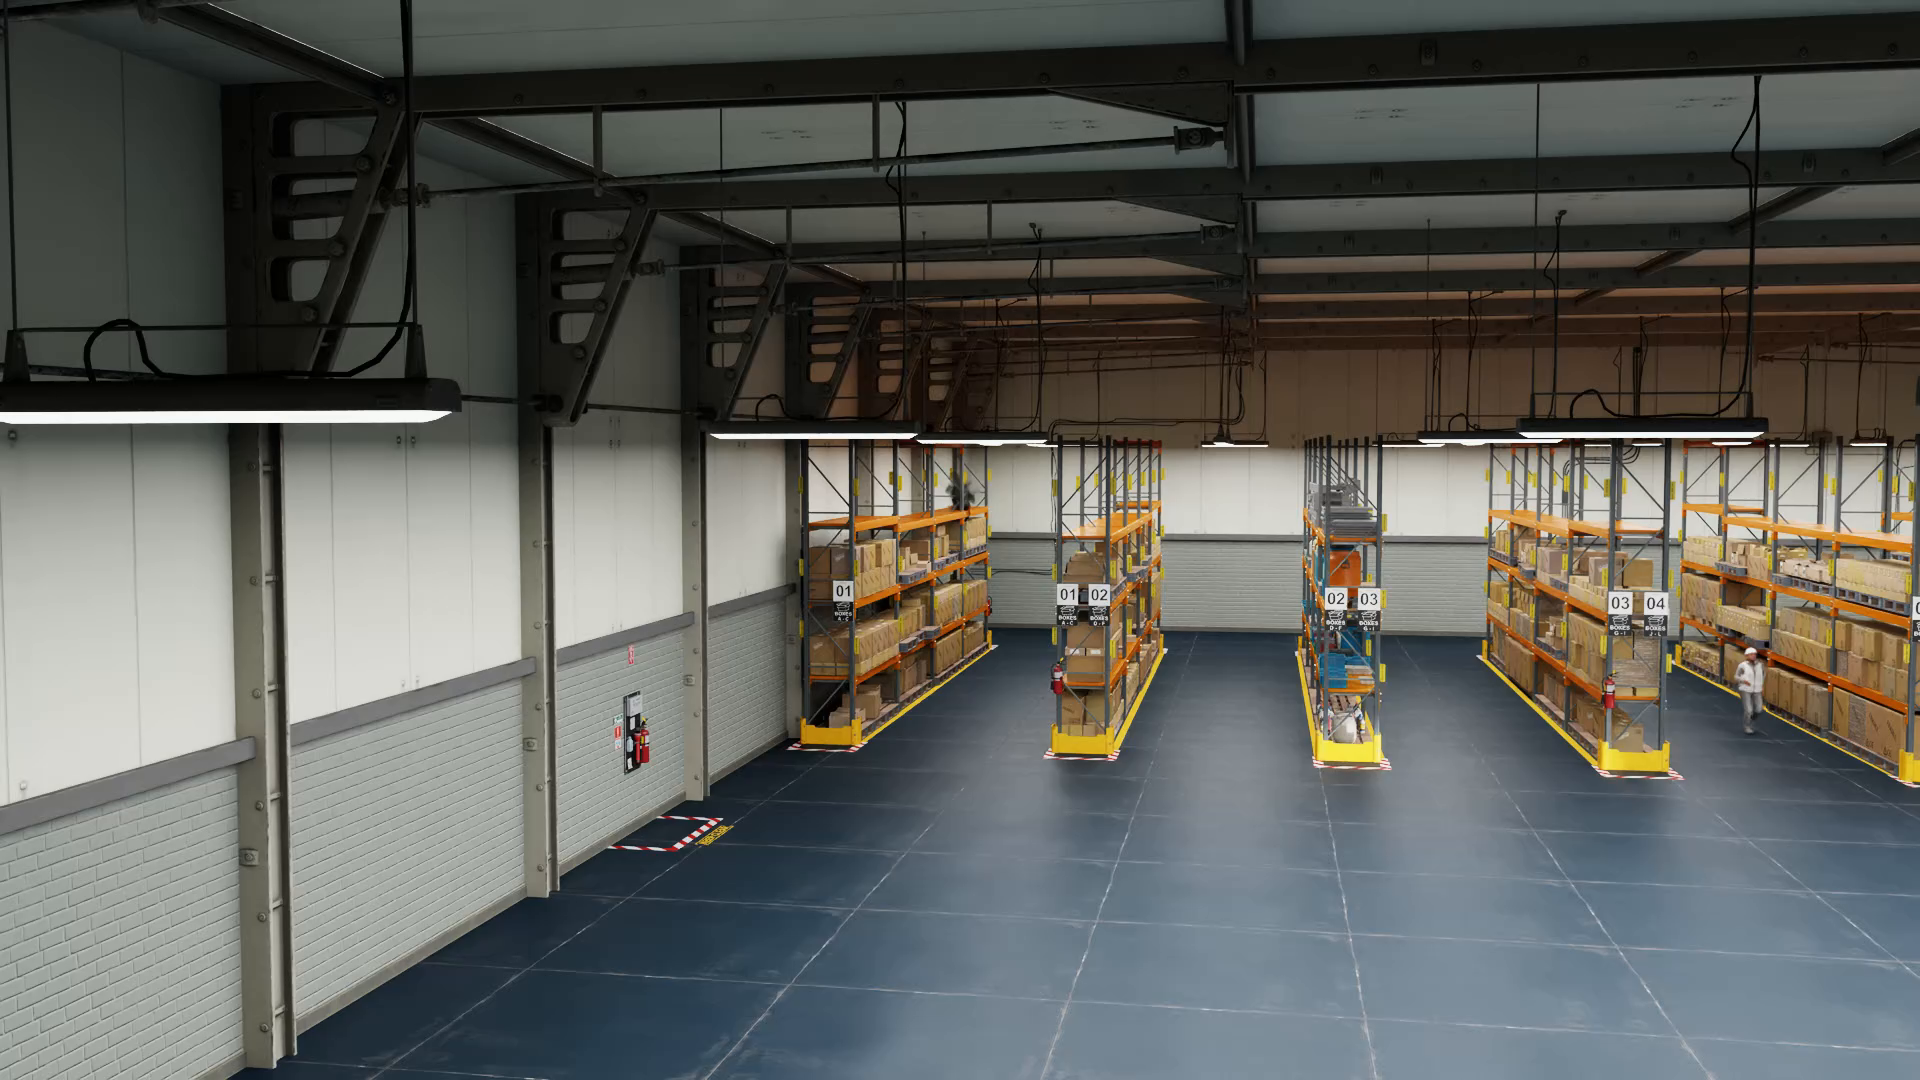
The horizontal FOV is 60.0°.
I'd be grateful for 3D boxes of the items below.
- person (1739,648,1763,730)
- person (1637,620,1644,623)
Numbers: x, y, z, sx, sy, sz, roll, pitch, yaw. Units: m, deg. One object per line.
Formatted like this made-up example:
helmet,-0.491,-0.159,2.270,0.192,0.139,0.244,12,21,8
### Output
person,15.980,3.017,33.495,0.525,1.681,0.545,0,3,4
person,17.781,2.607,43.281,0.545,1.593,0.733,1,3,19
